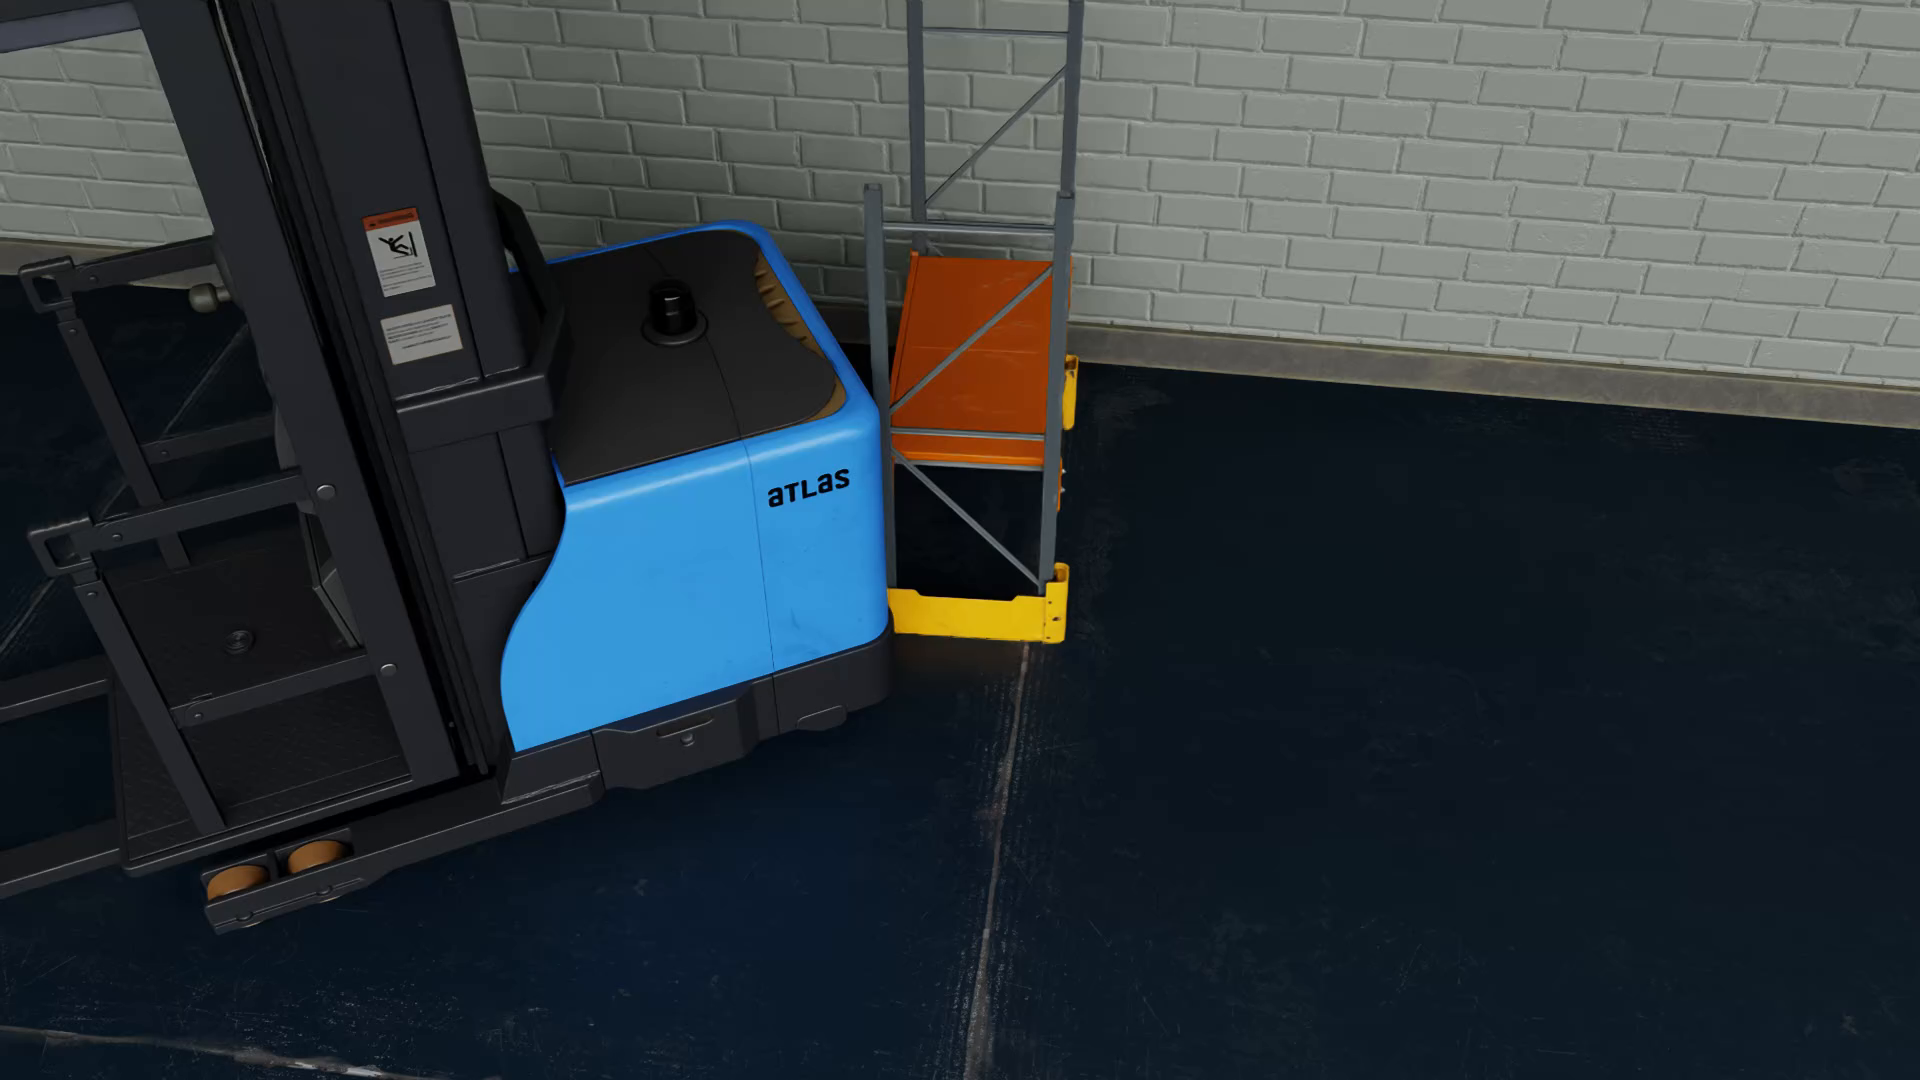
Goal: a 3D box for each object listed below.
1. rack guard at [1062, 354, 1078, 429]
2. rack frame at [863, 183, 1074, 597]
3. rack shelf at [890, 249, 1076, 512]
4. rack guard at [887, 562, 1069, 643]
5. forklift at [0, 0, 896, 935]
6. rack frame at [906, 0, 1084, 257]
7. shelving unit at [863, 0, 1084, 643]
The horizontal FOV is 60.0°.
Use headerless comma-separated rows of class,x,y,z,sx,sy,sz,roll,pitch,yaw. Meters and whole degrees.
rack guard,0.098,-0.512,5.609,0.587,0.250,0.087,3,44,3
rack frame,0.021,-0.283,4.458,0.500,1.500,0.032,3,44,3
rack shelf,0.060,-0.500,4.949,0.538,0.185,1.000,3,44,3
rack guard,0.021,0.170,4.888,0.587,0.250,0.087,3,44,3
forklift,-1.747,-0.498,3.644,3.031,2.935,1.130,-16,46,-17
rack frame,0.099,-0.979,5.194,0.500,1.500,0.032,3,44,3
shelving unit,0.059,-0.625,4.819,0.587,1.500,1.083,3,44,3
